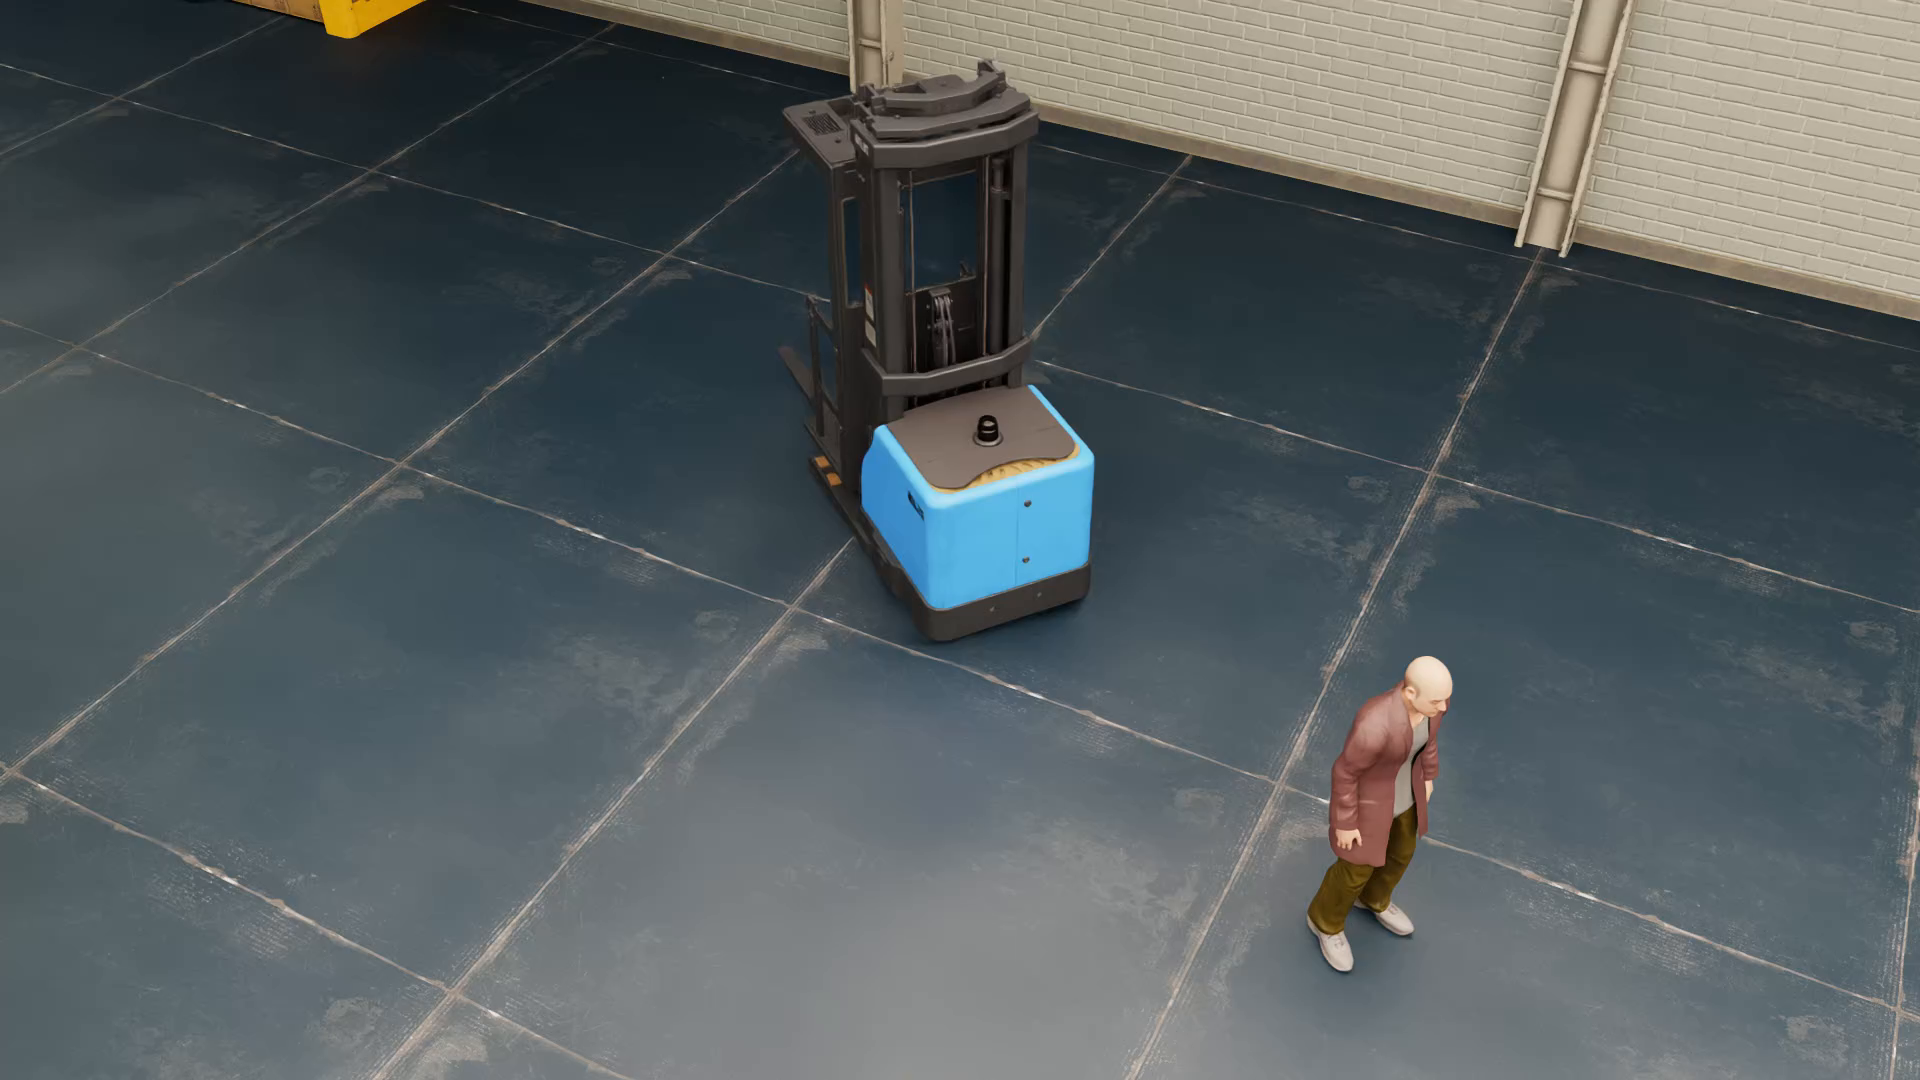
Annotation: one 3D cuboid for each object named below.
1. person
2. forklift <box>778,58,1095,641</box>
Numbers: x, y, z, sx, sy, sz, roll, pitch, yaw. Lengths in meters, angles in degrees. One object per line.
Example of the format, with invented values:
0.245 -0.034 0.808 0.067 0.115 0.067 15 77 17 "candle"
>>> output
1.917 1.172 7.495 0.643 1.772 0.433 -24 45 -25 "person"
-0.319 -1.492 9.758 1.130 2.935 3.031 -17 43 -19 "forklift"
